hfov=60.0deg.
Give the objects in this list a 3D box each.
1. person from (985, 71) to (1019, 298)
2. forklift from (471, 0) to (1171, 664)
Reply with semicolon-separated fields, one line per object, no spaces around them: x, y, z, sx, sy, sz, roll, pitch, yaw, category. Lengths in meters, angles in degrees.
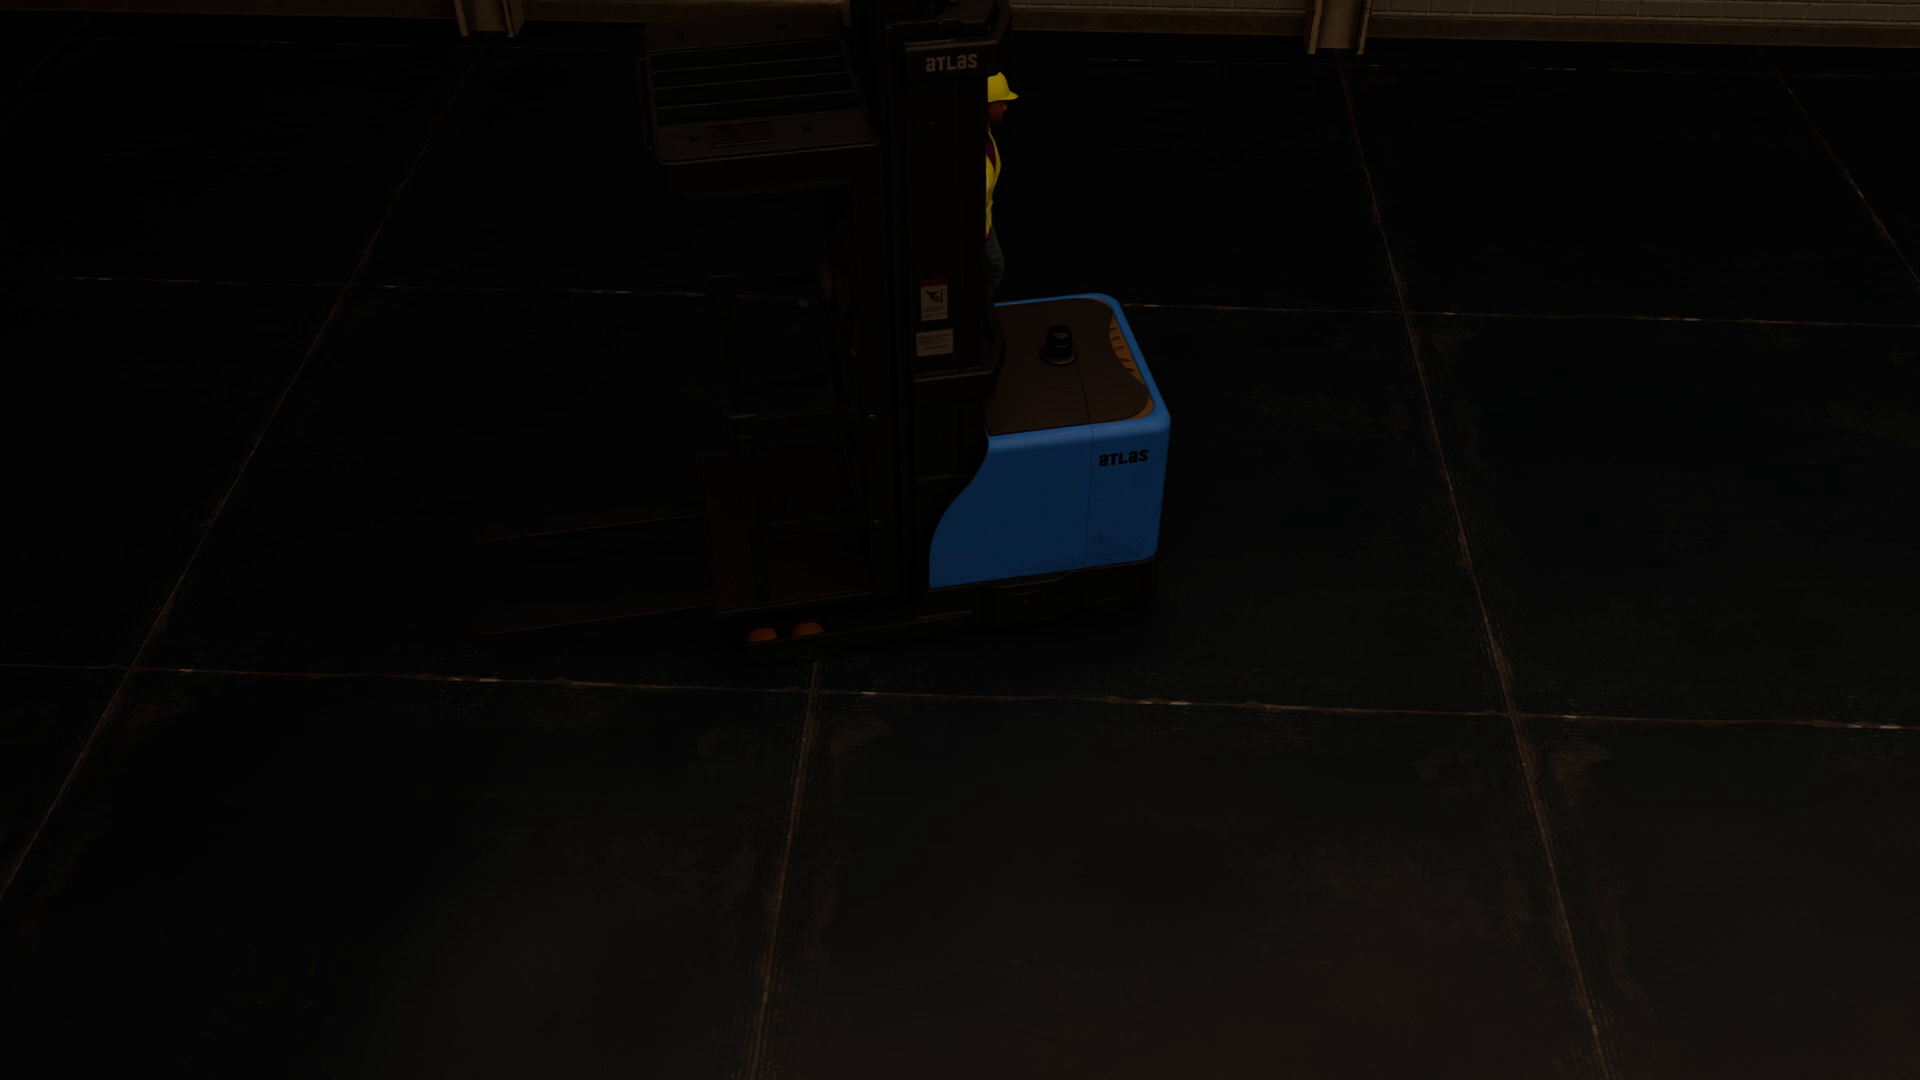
0.025;-1.536;8.336;0.472;1.733;0.883;8;43;9;person
-0.674;-0.924;6.755;3.031;2.935;1.130;-7;43;-8;forklift
